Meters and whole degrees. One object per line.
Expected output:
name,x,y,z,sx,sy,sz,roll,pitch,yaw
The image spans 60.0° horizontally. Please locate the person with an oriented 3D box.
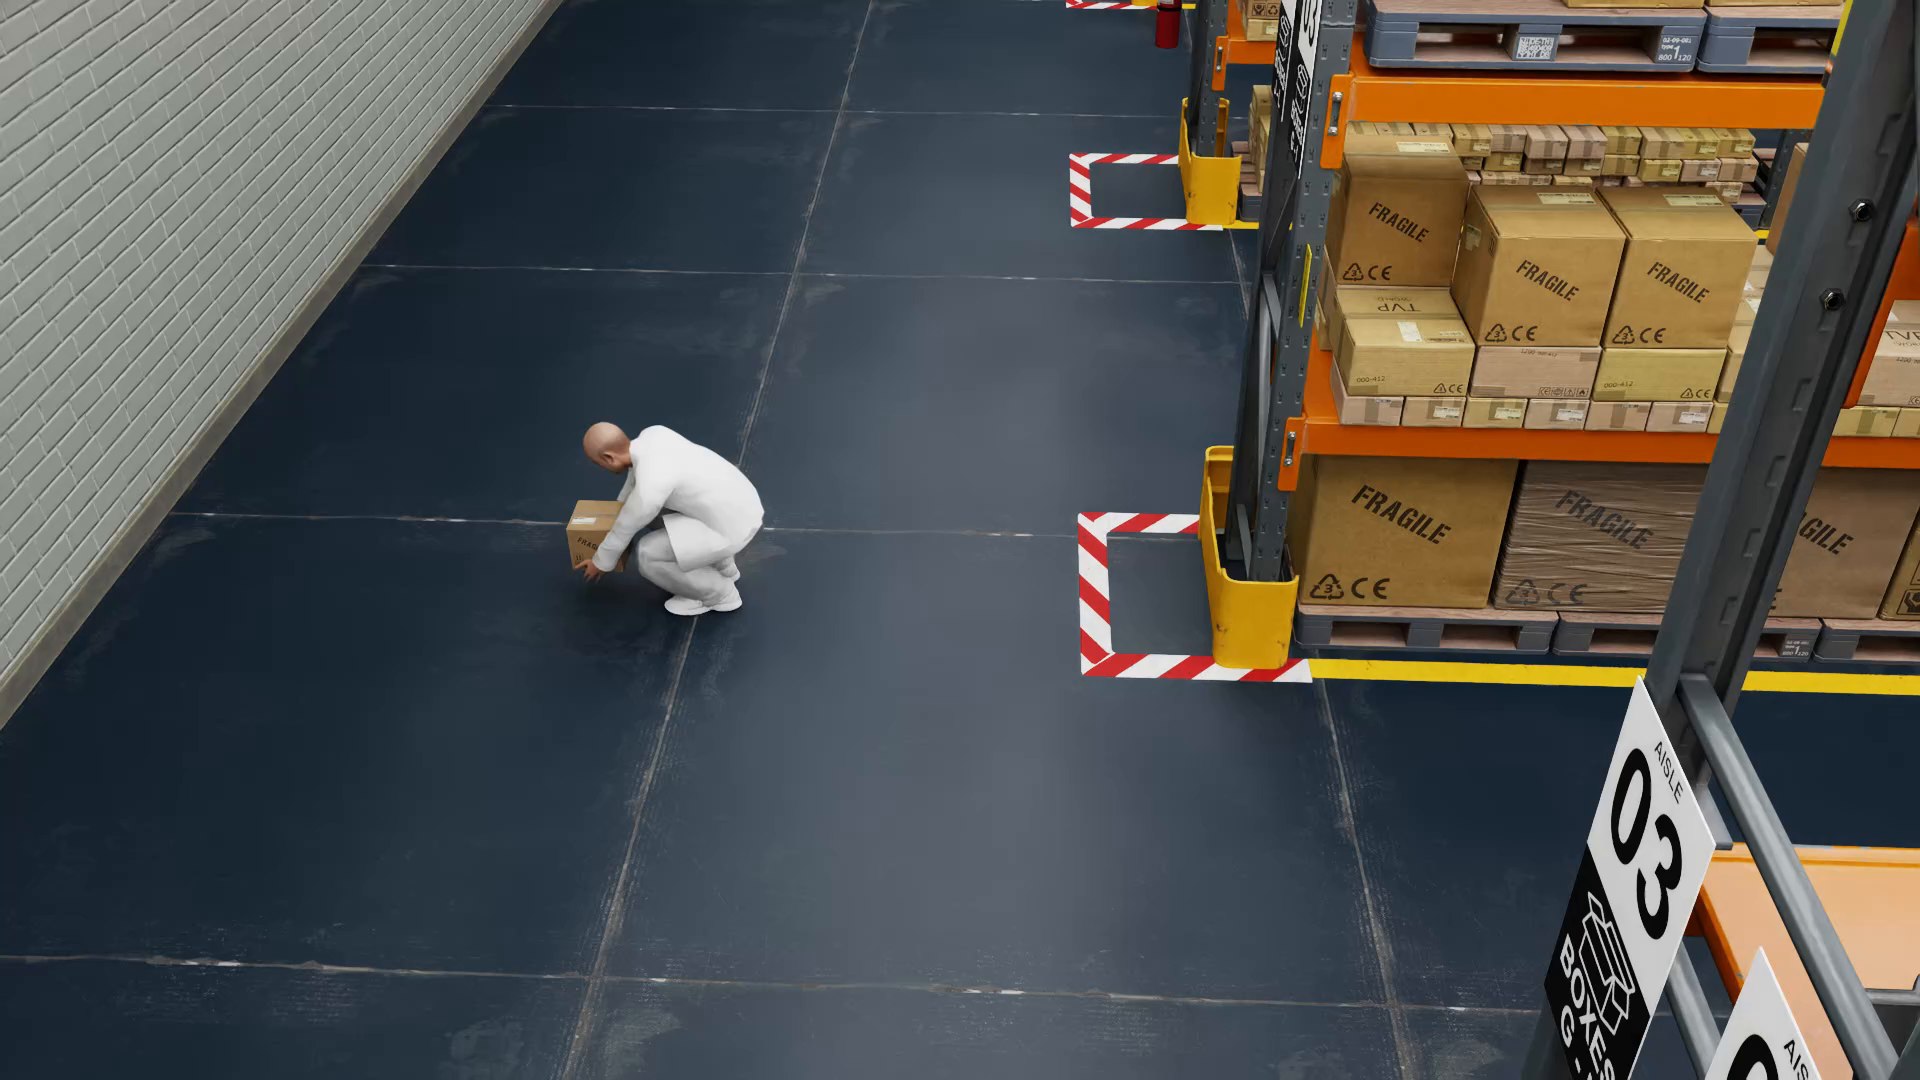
person,-1.411,-0.144,8.026,0.912,0.991,0.580,1,35,1
